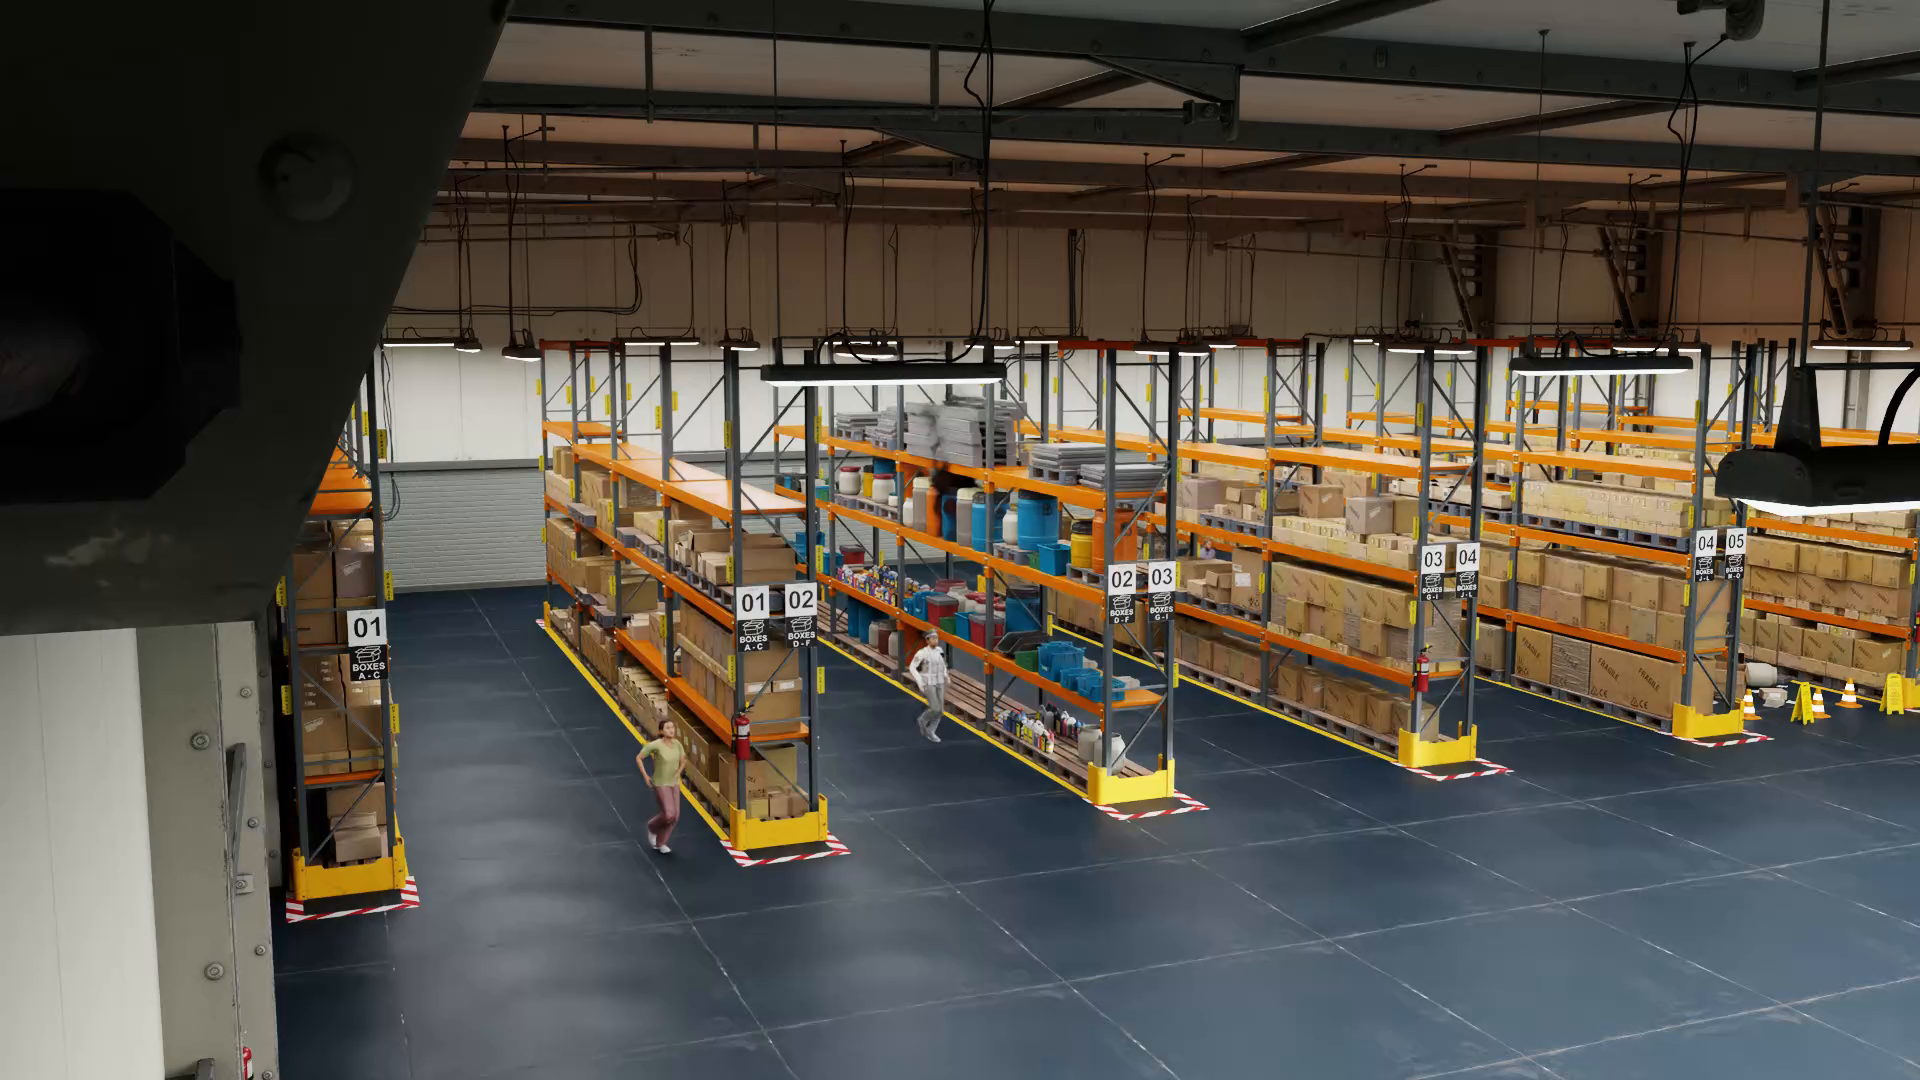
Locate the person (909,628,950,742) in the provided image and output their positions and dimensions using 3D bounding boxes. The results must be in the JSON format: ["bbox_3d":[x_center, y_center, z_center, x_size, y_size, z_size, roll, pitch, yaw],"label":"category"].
[{"bbox_3d":[-0.385,2.097,24.088,0.626,1.664,0.493,-6,9,-37],"label":"person"}]

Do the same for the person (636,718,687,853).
[{"bbox_3d":[-3.505,2.941,19.938,0.522,1.613,0.575,7,10,42],"label":"person"}]

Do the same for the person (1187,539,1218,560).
[{"bbox_3d":[5.373,0.738,36.871,0.592,1.571,0.841,-5,9,-32],"label":"person"}]
